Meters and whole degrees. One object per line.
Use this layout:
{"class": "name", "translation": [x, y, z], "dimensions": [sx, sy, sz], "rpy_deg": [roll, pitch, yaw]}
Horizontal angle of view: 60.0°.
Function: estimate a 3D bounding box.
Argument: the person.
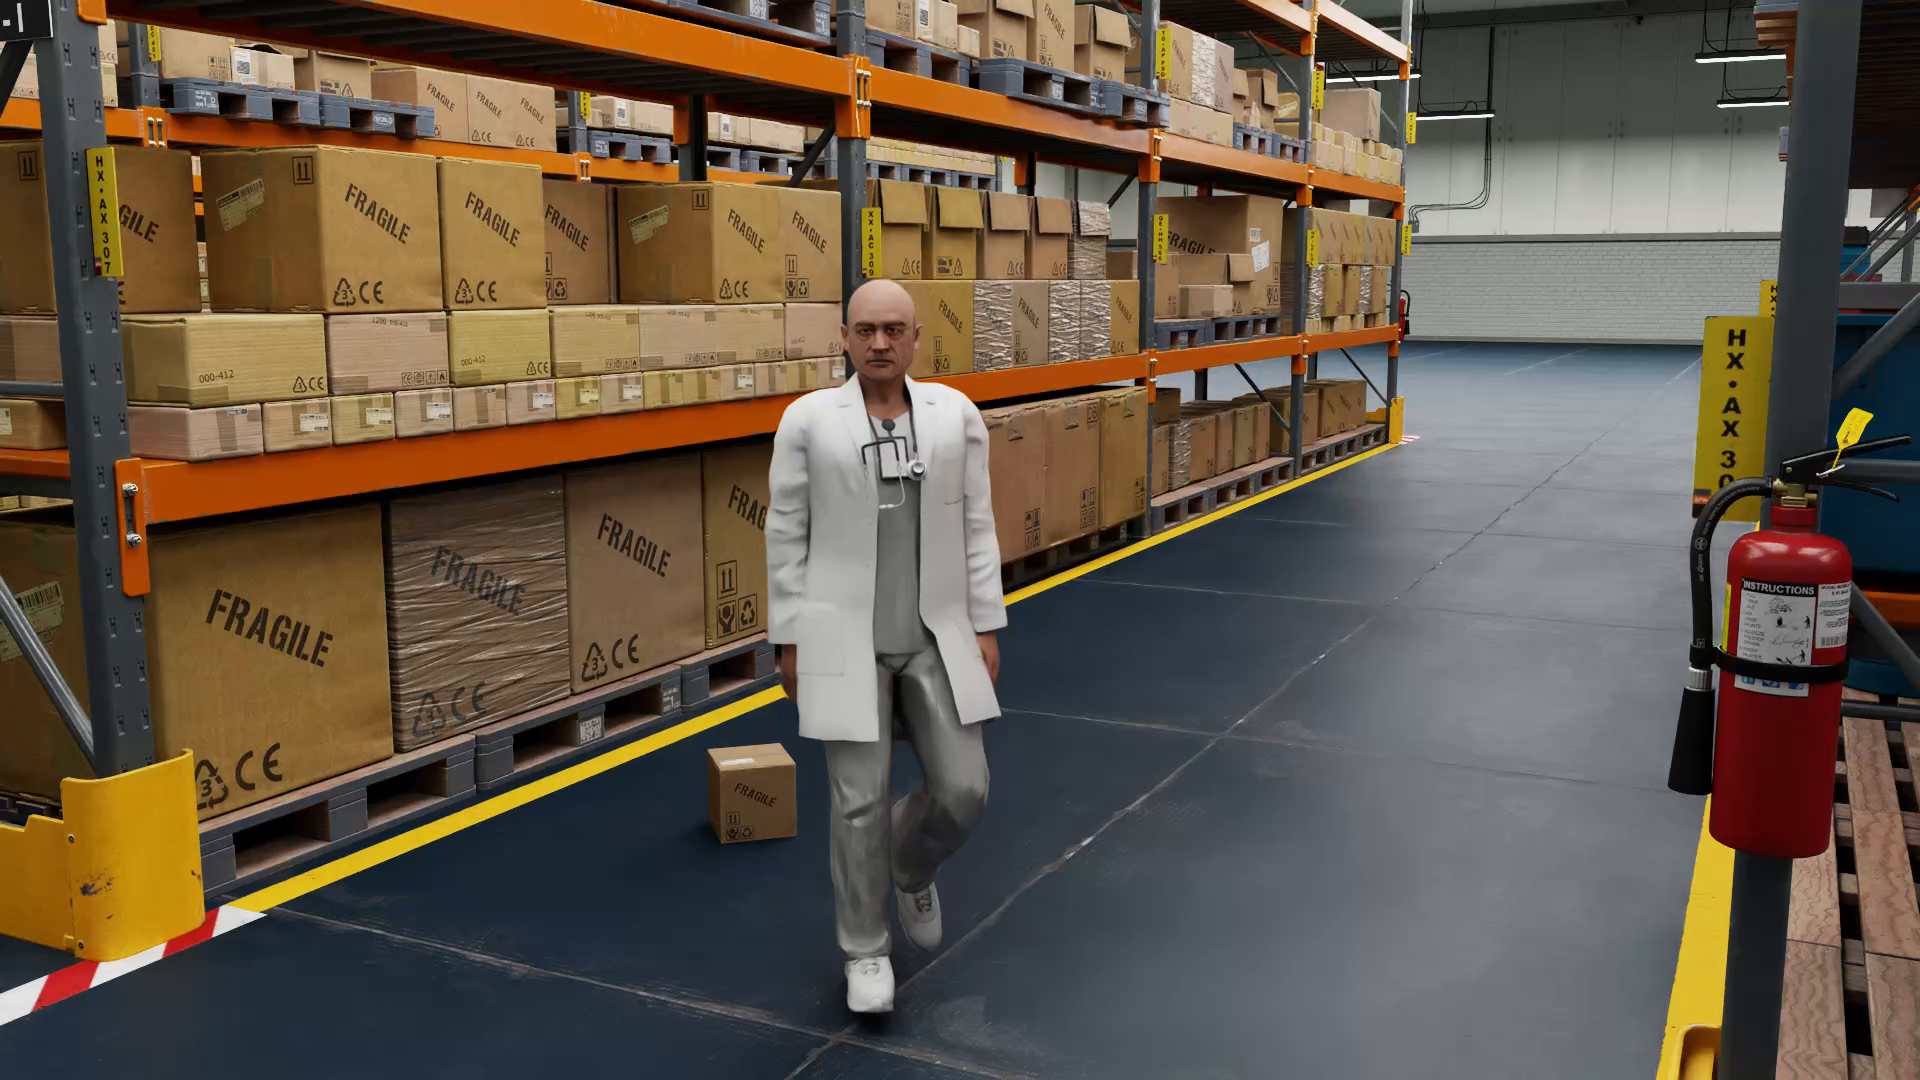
{"class": "person", "translation": [-0.179, 0.247, 4.145], "dimensions": [0.604, 1.770, 0.560], "rpy_deg": [-2, 9, -12]}
